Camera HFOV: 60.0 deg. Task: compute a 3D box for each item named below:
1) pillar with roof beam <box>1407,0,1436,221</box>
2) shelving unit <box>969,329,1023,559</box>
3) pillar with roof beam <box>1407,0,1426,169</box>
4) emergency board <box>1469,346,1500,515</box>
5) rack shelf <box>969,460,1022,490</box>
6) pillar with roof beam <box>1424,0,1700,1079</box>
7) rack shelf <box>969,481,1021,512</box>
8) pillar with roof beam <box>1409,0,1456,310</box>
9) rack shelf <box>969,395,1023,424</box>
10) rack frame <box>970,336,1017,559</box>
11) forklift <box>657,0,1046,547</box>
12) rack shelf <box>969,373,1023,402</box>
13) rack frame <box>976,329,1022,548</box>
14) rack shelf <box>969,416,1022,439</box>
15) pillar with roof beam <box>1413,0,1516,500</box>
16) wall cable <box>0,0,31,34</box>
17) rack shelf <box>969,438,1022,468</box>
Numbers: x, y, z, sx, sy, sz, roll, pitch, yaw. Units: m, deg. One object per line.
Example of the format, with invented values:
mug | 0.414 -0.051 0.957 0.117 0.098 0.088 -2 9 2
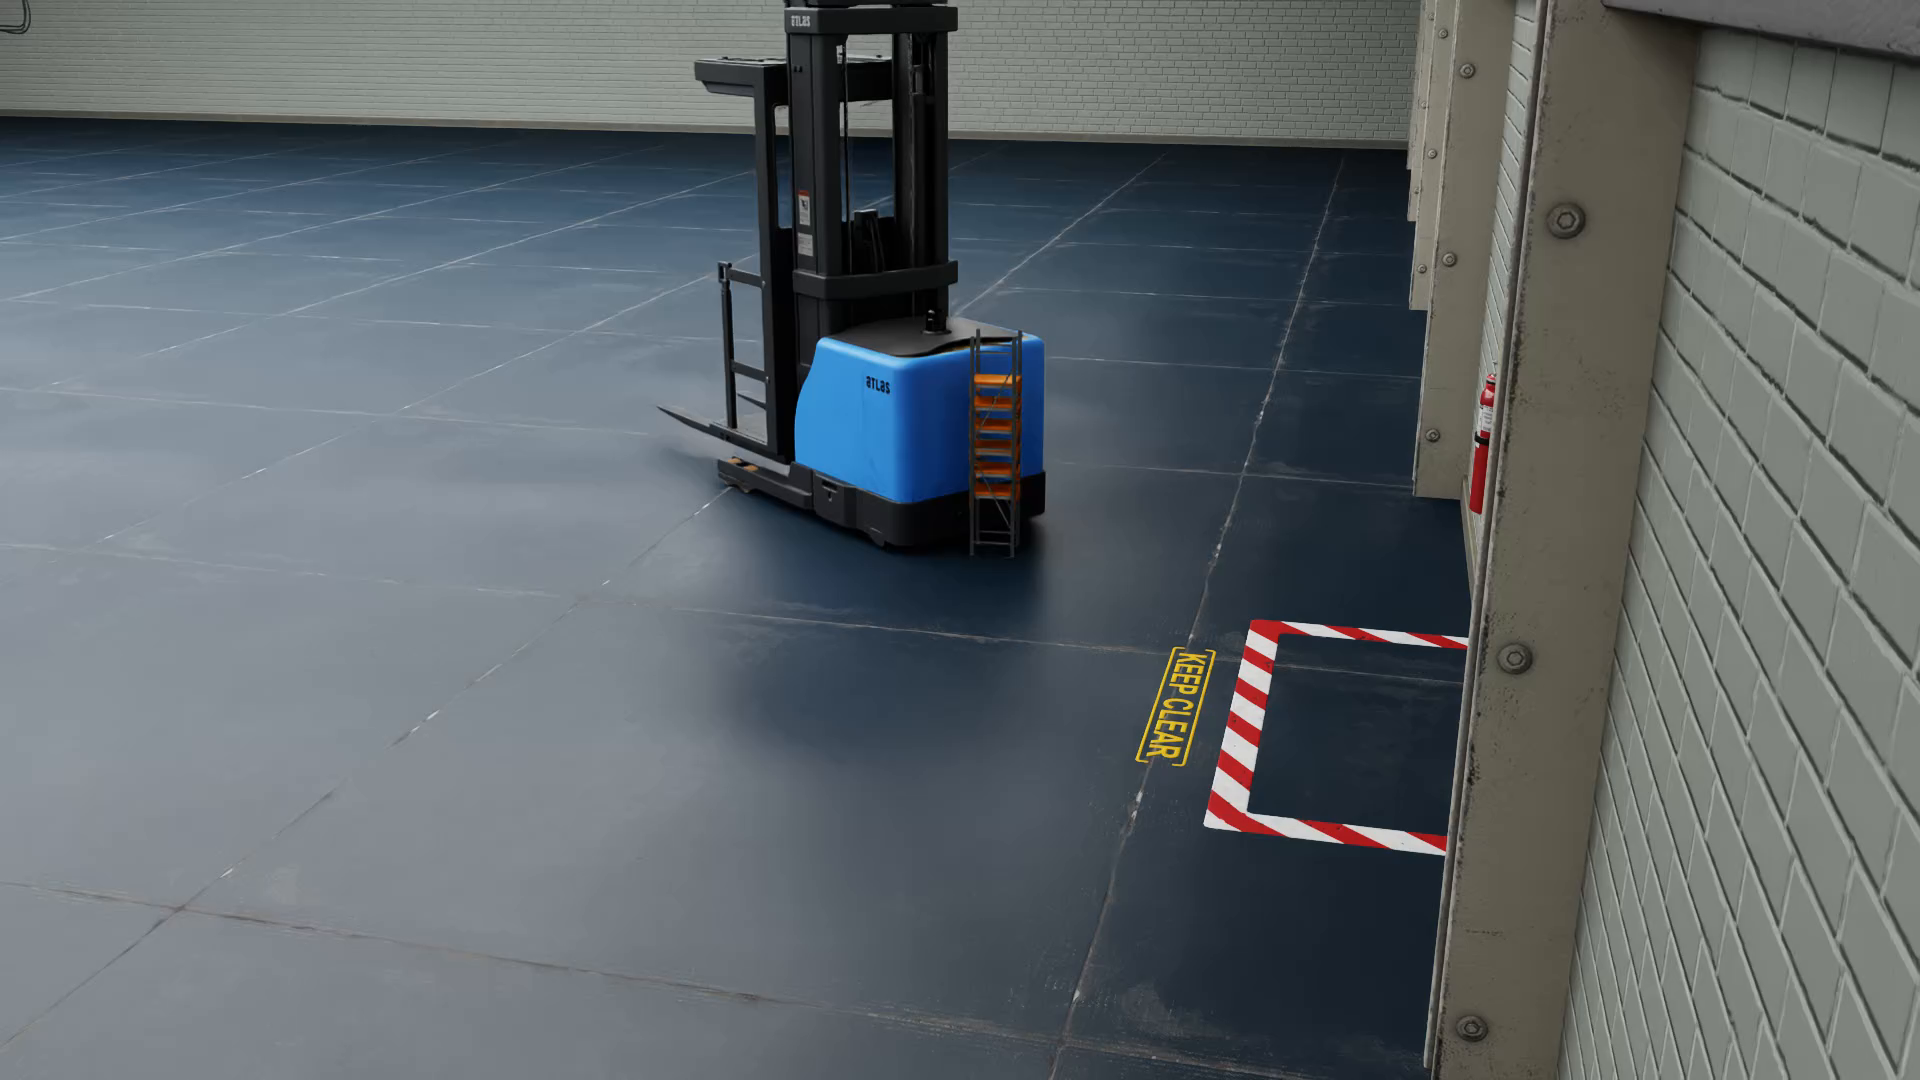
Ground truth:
pillar with roof beam | 1.668 -8.672 20.655 9.100 9.000 0.400 5 19 13
shelving unit | 0.188 -0.503 8.803 0.258 1.200 0.189 3 19 10
pillar with roof beam | 3.134 -10.553 26.161 9.100 9.000 0.400 5 19 13
emergency board | 2.085 -0.623 6.370 0.194 1.169 0.643 5 19 13
rack shelf | 0.188 -0.347 8.857 0.258 0.103 0.180 3 19 10
pillar with roof beam | -2.730 -3.030 4.137 9.100 9.000 0.400 5 19 13
rack shelf | 0.188 -0.234 8.896 0.258 0.103 0.180 3 19 10
pillar with roof beam | 0.202 -6.791 15.149 9.100 9.000 0.400 5 19 13
rack shelf | 0.188 -0.688 8.740 0.258 0.103 0.180 3 19 10
rack frame | 0.172 -0.474 8.718 0.240 1.200 0.006 3 19 10
forklift | -0.826 -1.758 9.801 1.130 2.935 3.031 -14 24 -36
rack shelf | 0.188 -0.801 8.701 0.258 0.103 0.180 3 19 10
rack frame | 0.204 -0.532 8.889 0.240 1.200 0.006 3 19 10
rack shelf | 0.188 -0.574 8.779 0.258 0.103 0.180 3 19 10
pillar with roof beam | -1.264 -4.911 9.643 9.100 9.000 0.400 5 19 13
wall cable | -21.235 -12.050 35.348 3.097 2.526 0.112 5 19 13
rack shelf | 0.188 -0.461 8.818 0.258 0.103 0.180 3 19 10
